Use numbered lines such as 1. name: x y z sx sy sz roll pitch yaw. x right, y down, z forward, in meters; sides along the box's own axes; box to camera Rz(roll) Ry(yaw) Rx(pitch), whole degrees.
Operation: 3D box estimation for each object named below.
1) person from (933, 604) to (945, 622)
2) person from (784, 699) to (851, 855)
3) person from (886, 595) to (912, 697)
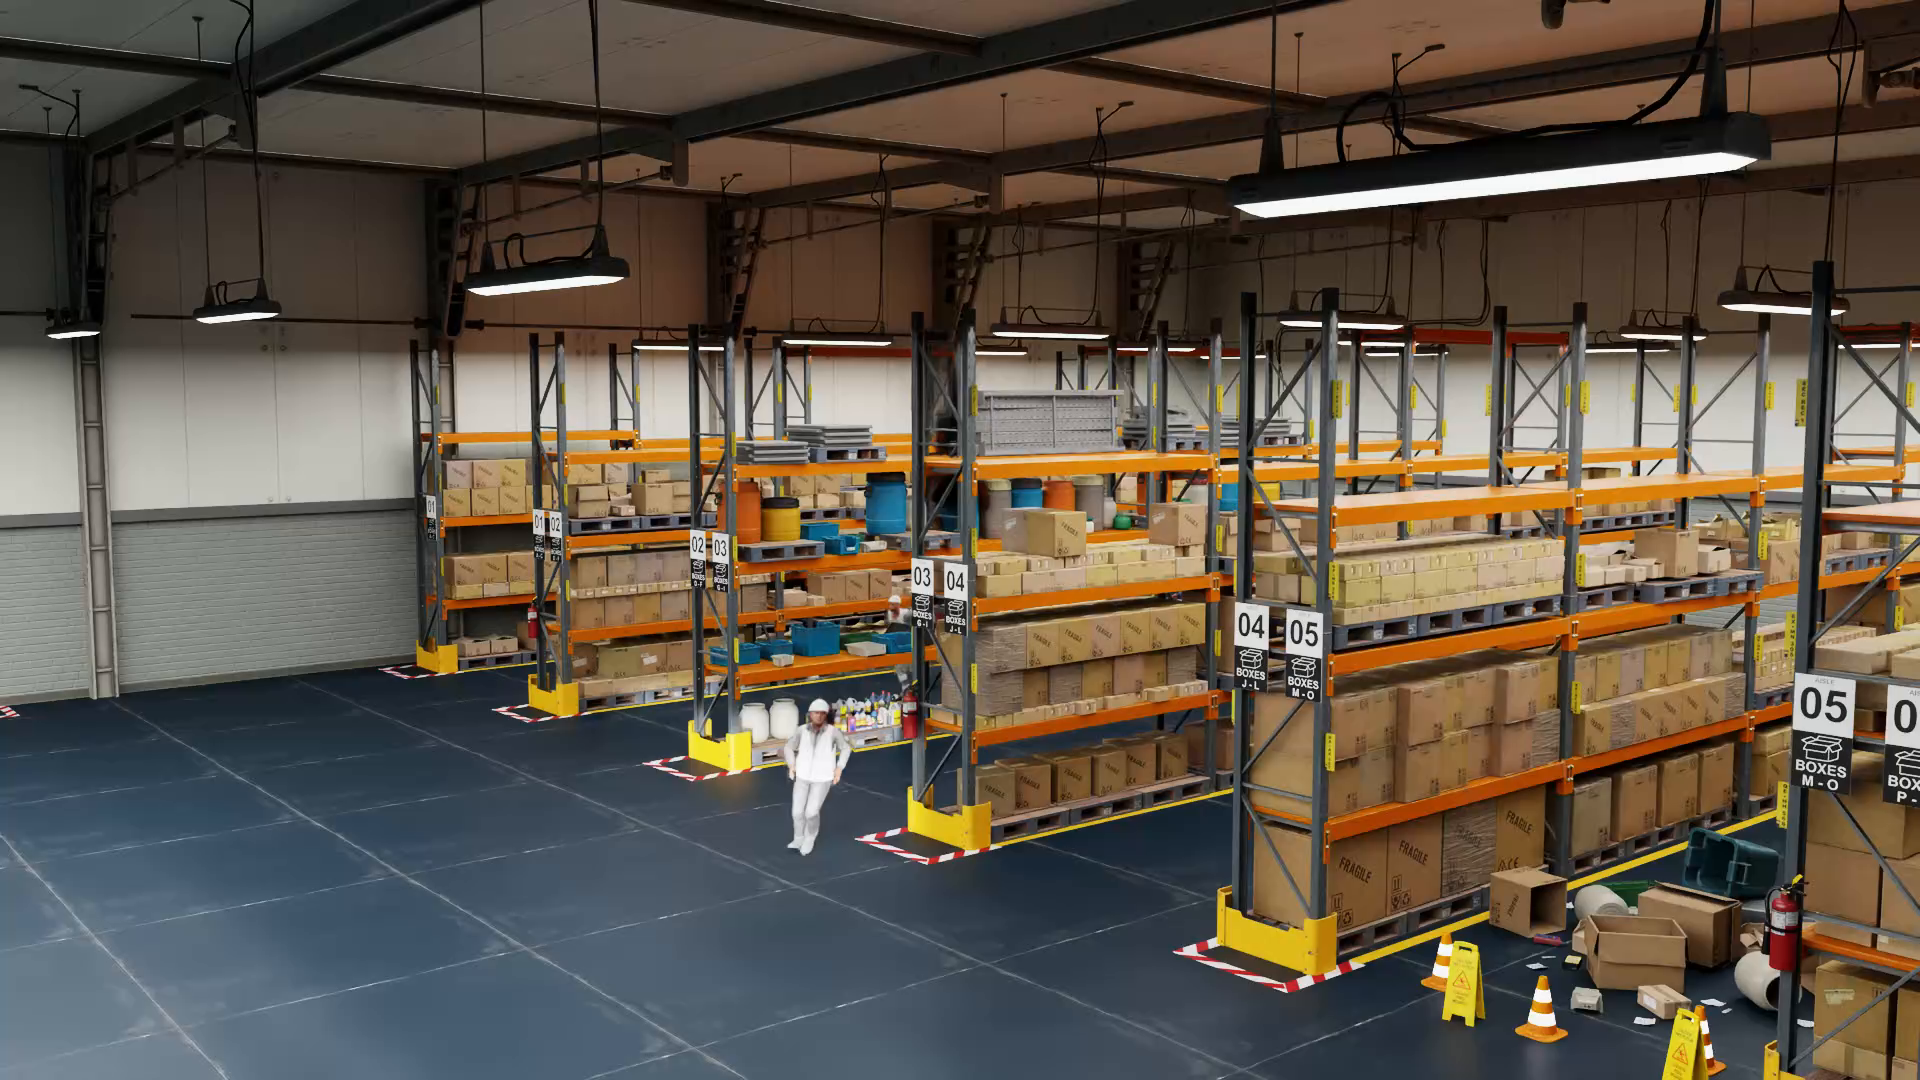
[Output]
1. person: -0.355 1.107 34.189 0.961 1.784 0.716 -5 7 -42
2. person: -1.597 2.616 18.319 0.718 1.728 0.608 1 5 10
3. person: -0.927 1.752 27.897 0.655 1.712 0.806 5 7 43
